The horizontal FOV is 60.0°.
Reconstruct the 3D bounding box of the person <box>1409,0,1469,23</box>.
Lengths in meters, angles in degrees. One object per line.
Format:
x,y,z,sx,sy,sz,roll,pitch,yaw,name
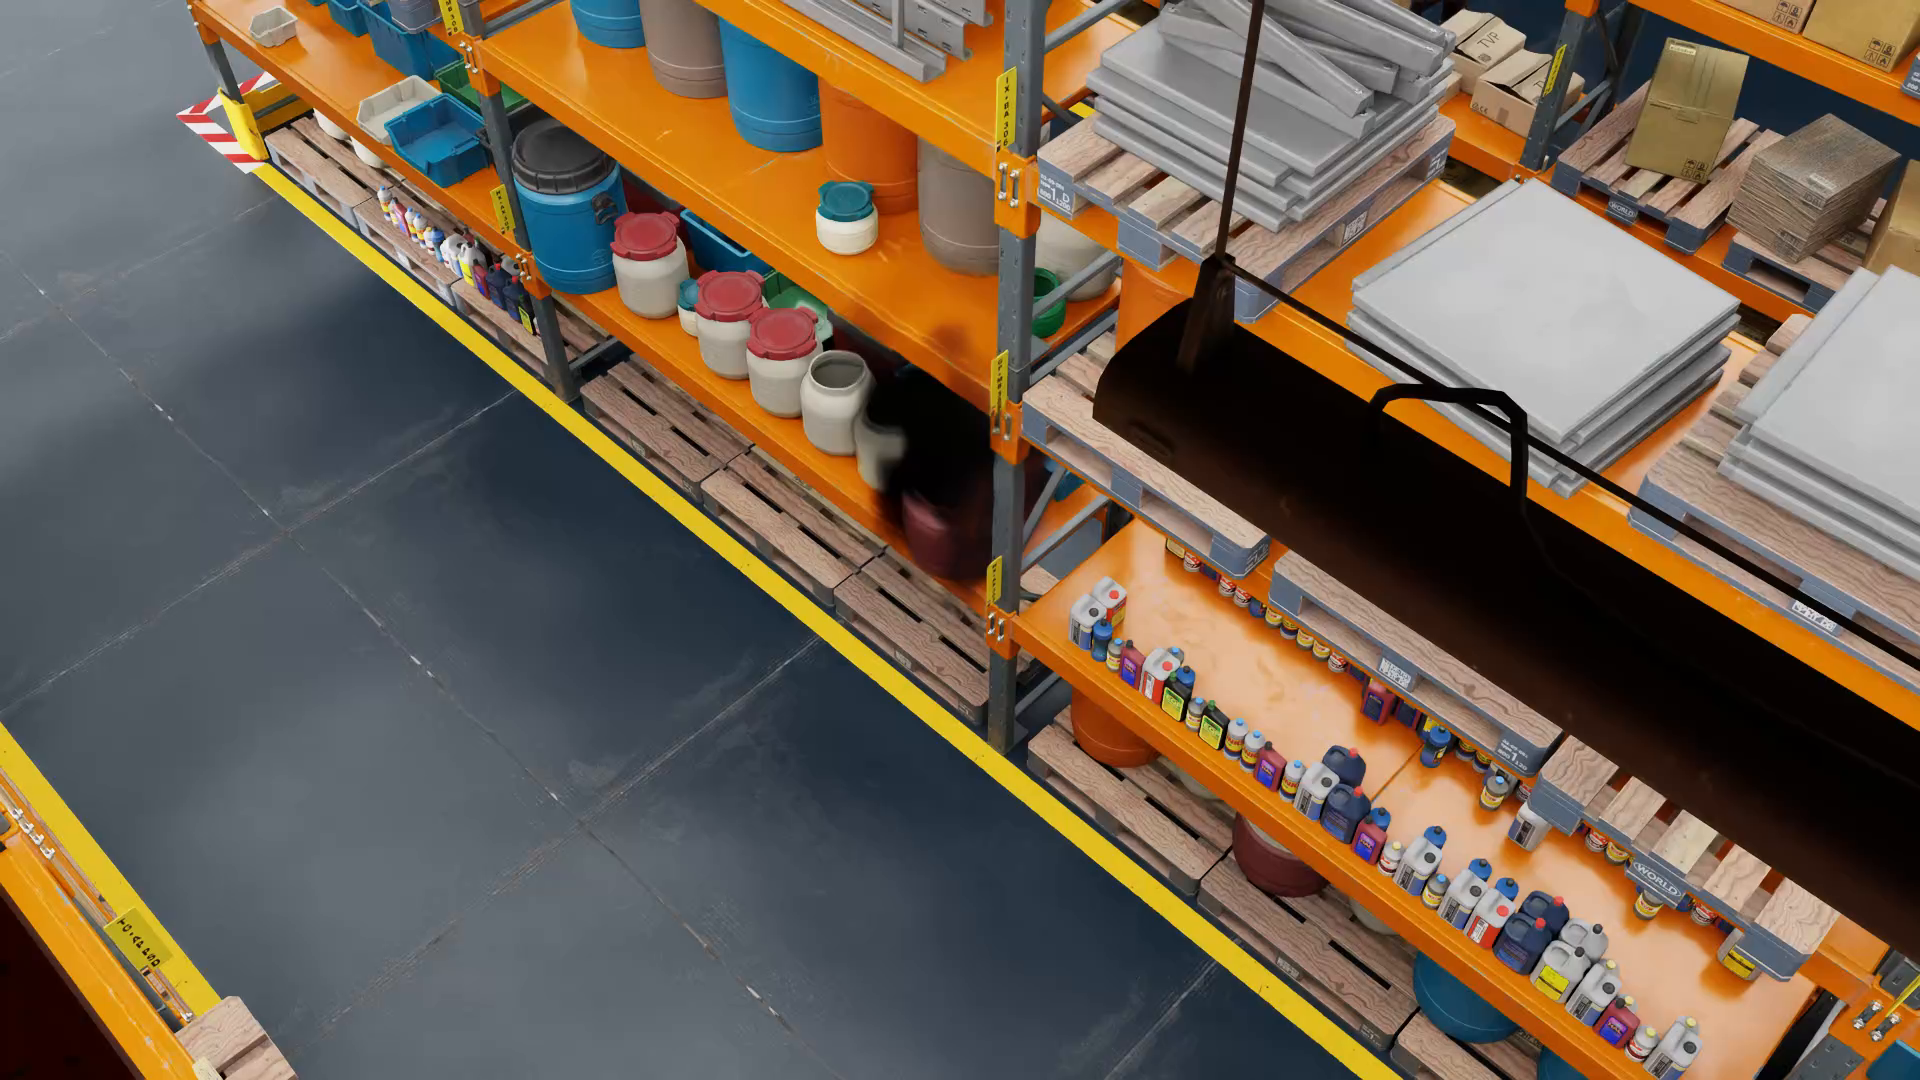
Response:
3.817,-4.347,12.924,0.638,1.784,0.777,-36,59,-26,person
